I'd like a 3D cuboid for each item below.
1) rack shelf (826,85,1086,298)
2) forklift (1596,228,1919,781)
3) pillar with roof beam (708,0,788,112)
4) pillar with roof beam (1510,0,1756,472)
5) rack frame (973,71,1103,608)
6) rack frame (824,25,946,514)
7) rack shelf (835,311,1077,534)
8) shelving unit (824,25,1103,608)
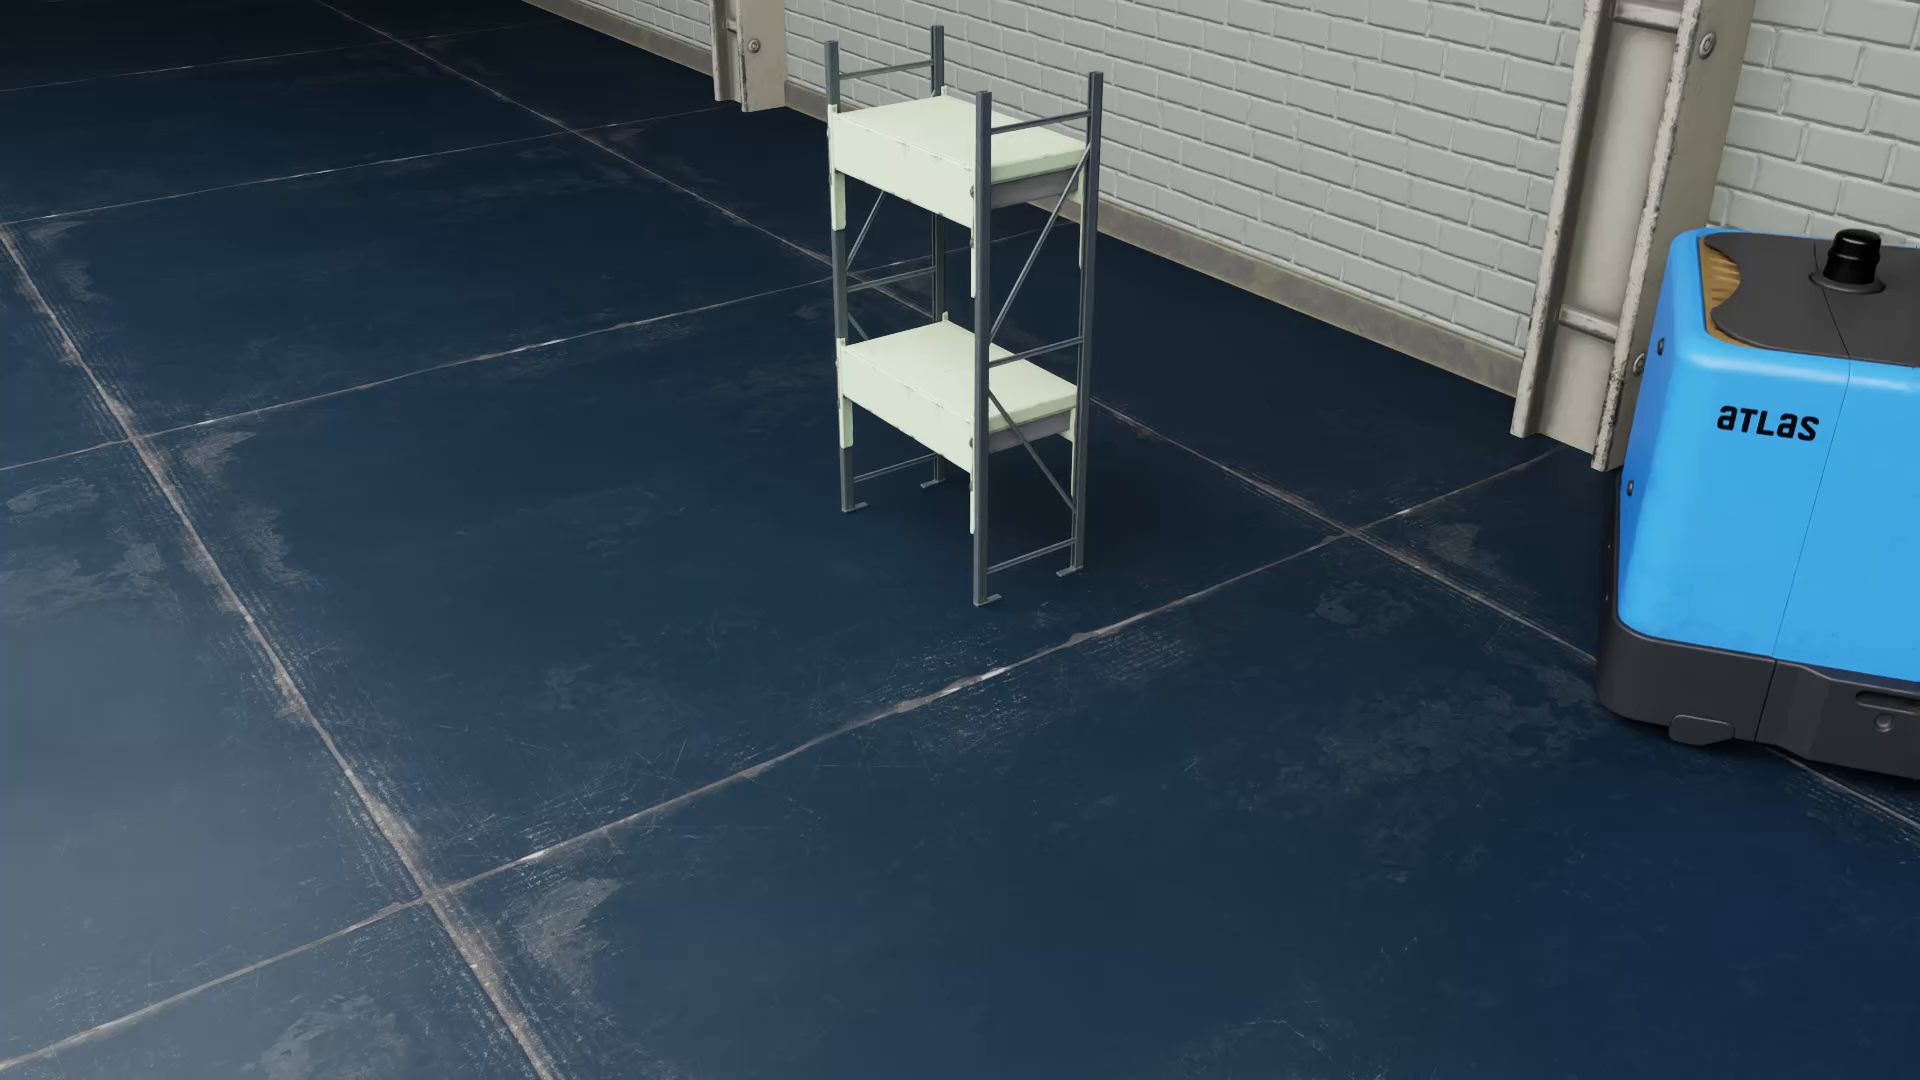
[{"bbox_3d":[-0.004,-1.005,4.711,0.431,0.370,0.720,-19,34,-31],"label":"rack shelf"},{"bbox_3d":[3.236,-0.770,3.596,3.031,2.935,1.130,10,30,17],"label":"forklift"},{"bbox_3d":[-4.780,-5.446,5.848,9.100,9.000,0.400,-19,34,-31],"label":"pillar with roof beam"},{"bbox_3d":[-1.300,-3.113,1.553,9.100,9.000,0.400,-19,34,-31],"label":"pillar with roof beam"},{"bbox_3d":[0.208,-0.519,4.635,0.400,1.500,0.023,-19,34,-31],"label":"rack frame"},{"bbox_3d":[-0.216,-0.804,5.159,0.400,1.500,0.023,-19,34,-31],"label":"rack frame"},{"bbox_3d":[-0.004,-0.375,5.052,0.431,0.370,0.720,-19,34,-31],"label":"rack shelf"},{"bbox_3d":[-0.004,-0.662,4.897,0.431,1.500,0.755,-19,34,-31],"label":"shelving unit"}]
